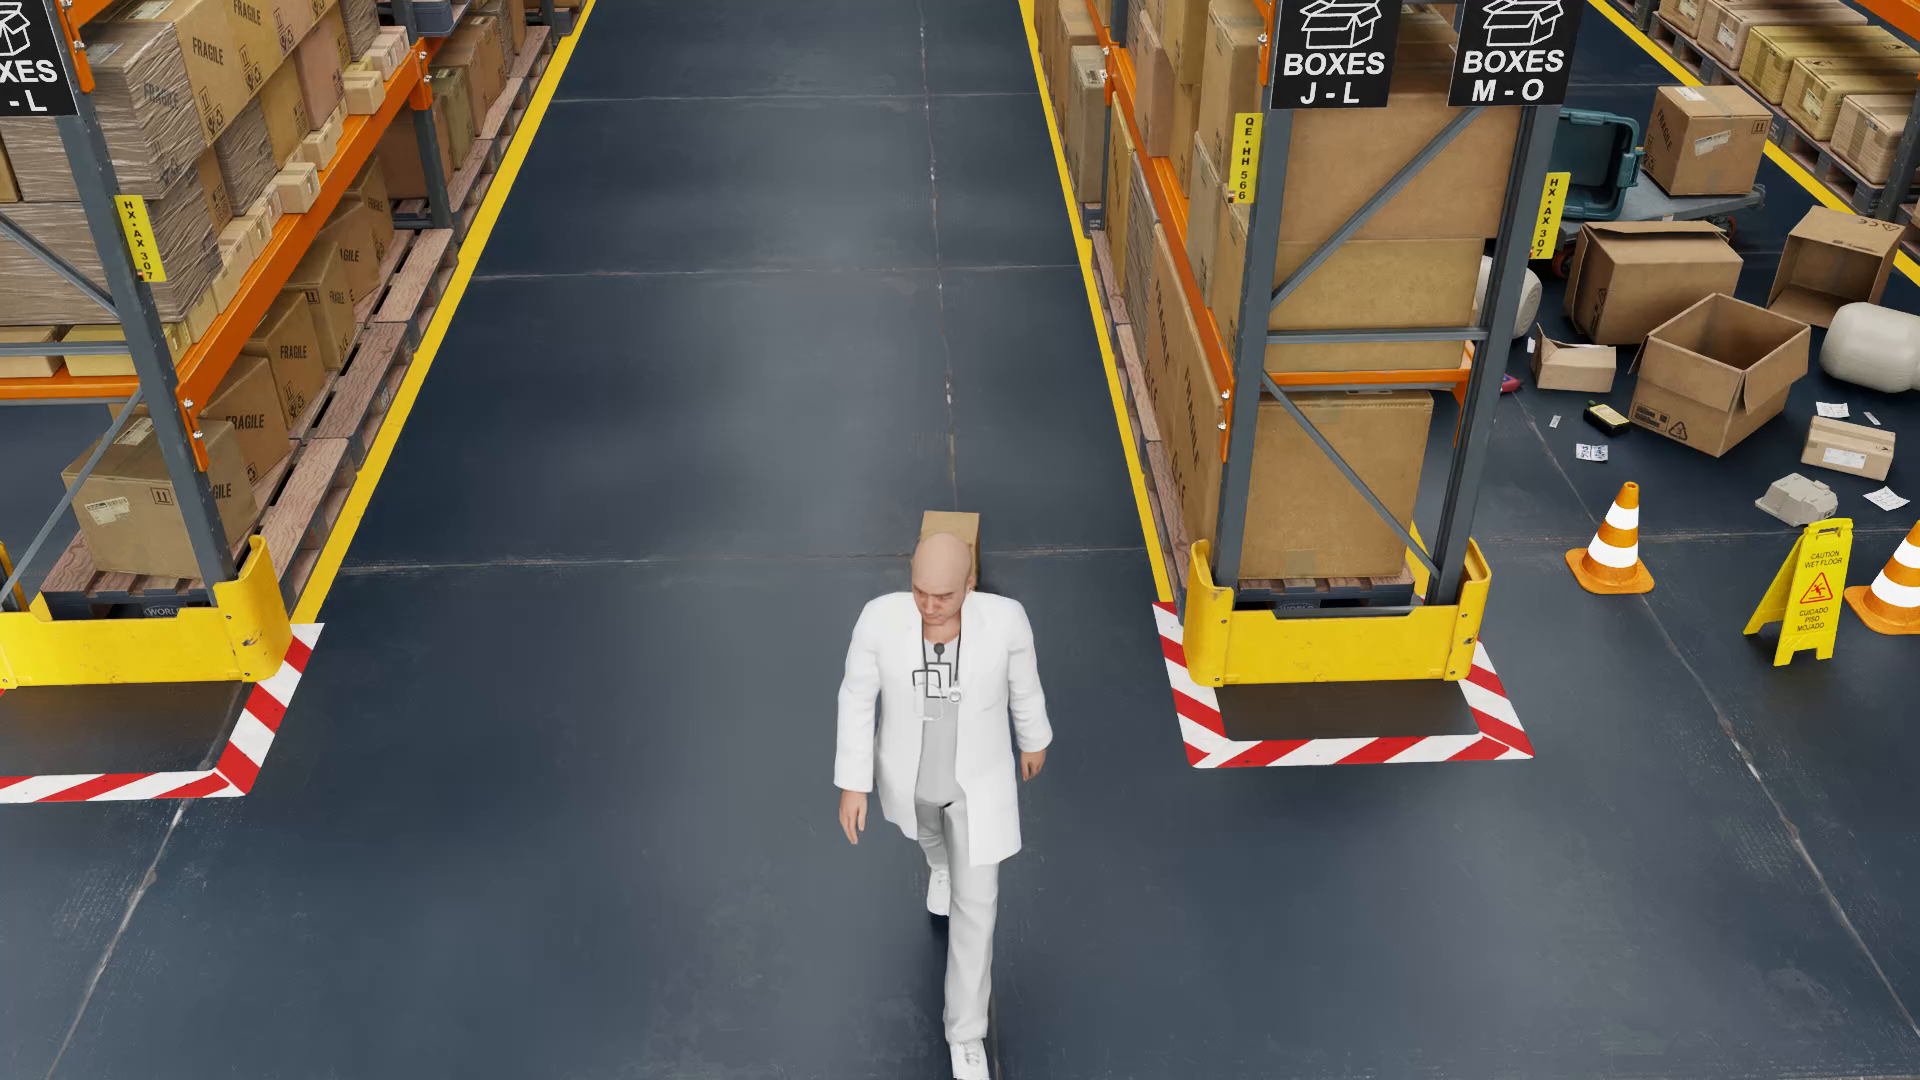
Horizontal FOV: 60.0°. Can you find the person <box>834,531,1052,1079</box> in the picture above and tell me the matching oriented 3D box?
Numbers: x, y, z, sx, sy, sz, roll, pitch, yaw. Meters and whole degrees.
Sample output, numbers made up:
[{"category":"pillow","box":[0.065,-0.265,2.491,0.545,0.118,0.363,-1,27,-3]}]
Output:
[{"category":"person","box":[-0.060,0.739,5.094,0.636,1.698,1.131,5,35,7]}]
